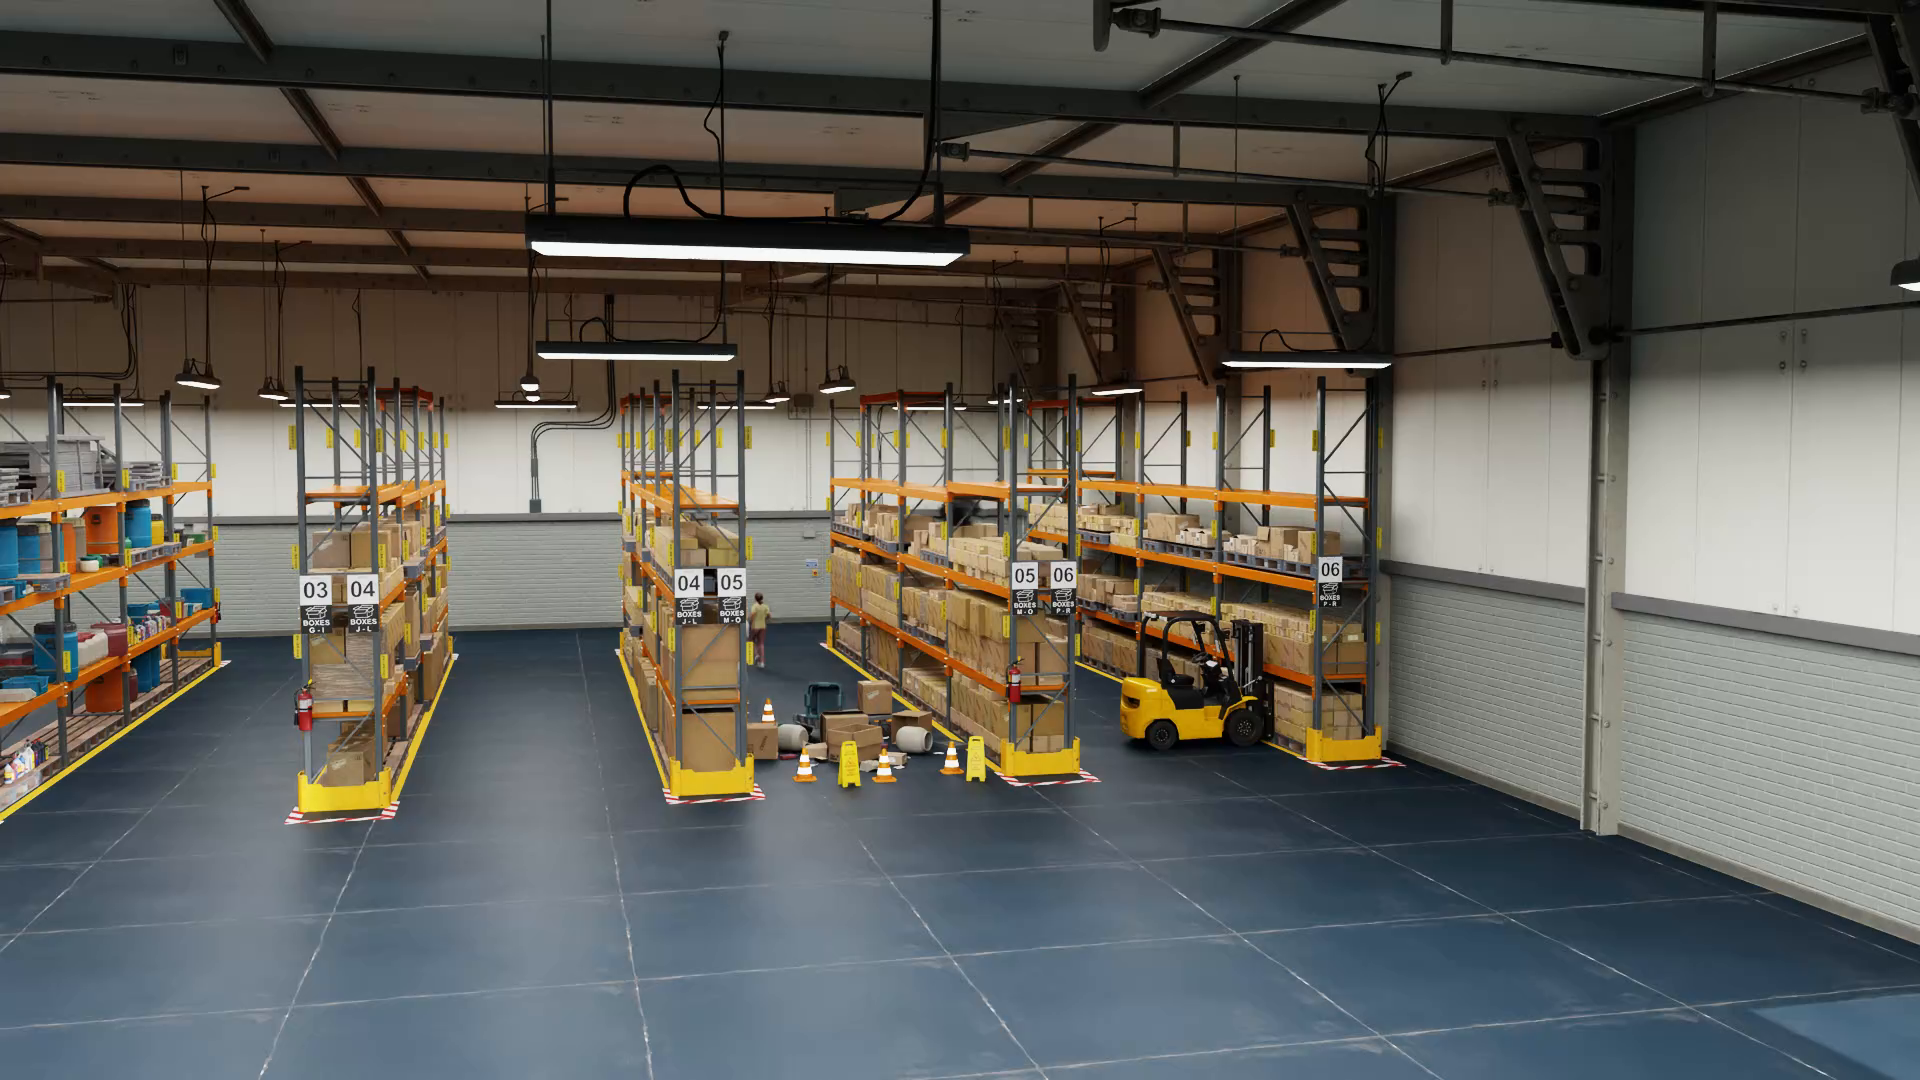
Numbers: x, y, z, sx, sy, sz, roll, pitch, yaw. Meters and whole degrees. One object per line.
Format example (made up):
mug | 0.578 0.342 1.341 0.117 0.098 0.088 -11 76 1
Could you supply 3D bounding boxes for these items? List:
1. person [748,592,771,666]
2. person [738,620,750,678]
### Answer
person | -4.473 1.984 36.861 0.584 1.616 0.588 -2 4 -31
person | -4.722 2.127 34.817 0.646 1.655 0.633 -1 3 -13
